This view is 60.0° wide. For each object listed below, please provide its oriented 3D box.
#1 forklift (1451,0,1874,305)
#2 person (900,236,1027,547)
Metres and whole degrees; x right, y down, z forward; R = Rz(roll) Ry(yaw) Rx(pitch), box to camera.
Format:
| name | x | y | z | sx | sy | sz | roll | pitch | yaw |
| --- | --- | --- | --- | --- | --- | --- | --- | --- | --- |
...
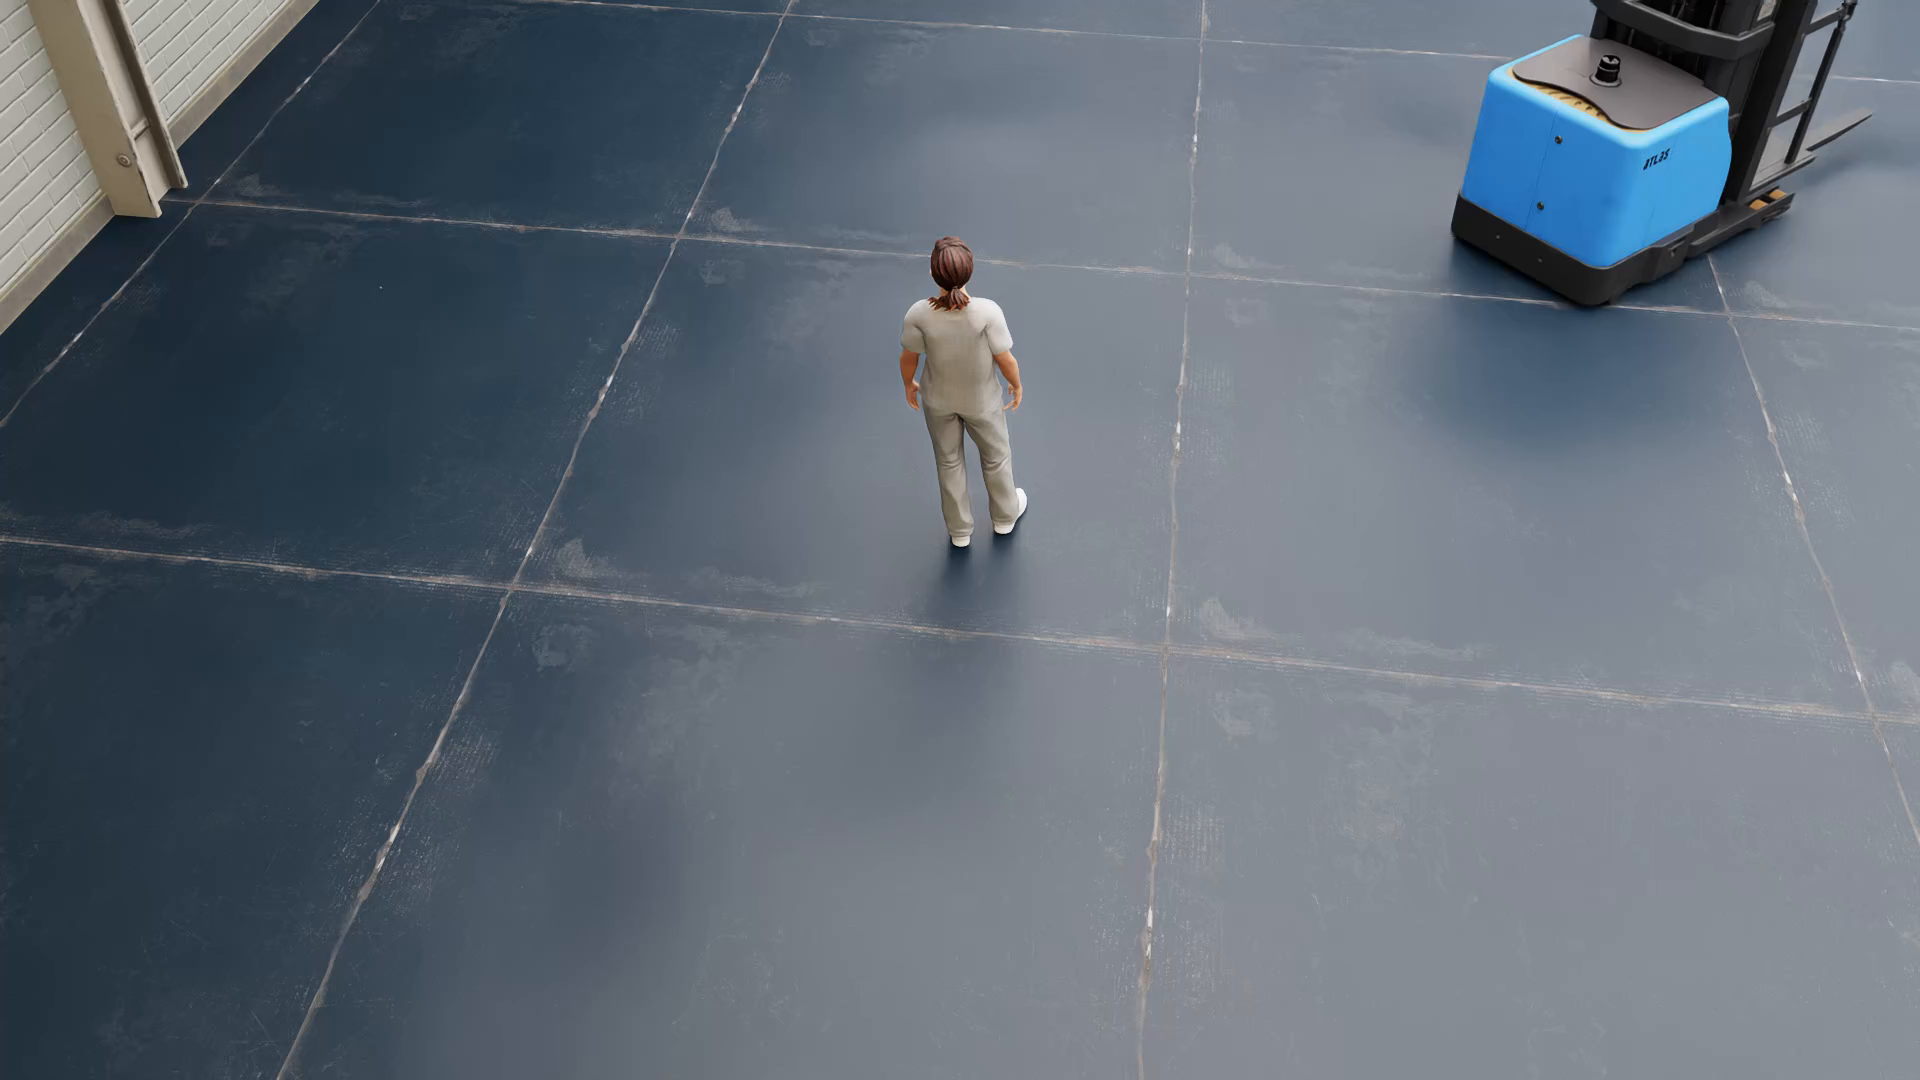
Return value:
| name | x | y | z | sx | sy | sz | roll | pitch | yaw |
| --- | --- | --- | --- | --- | --- | --- | --- | --- | --- |
| forklift | 4.368 | -3.194 | 9.201 | 3.031 | 2.935 | 1.130 | -27 | 49 | -26 |
| person | 0.023 | -0.671 | 7.372 | 0.549 | 1.673 | 0.548 | 5 | 43 | 6 |
